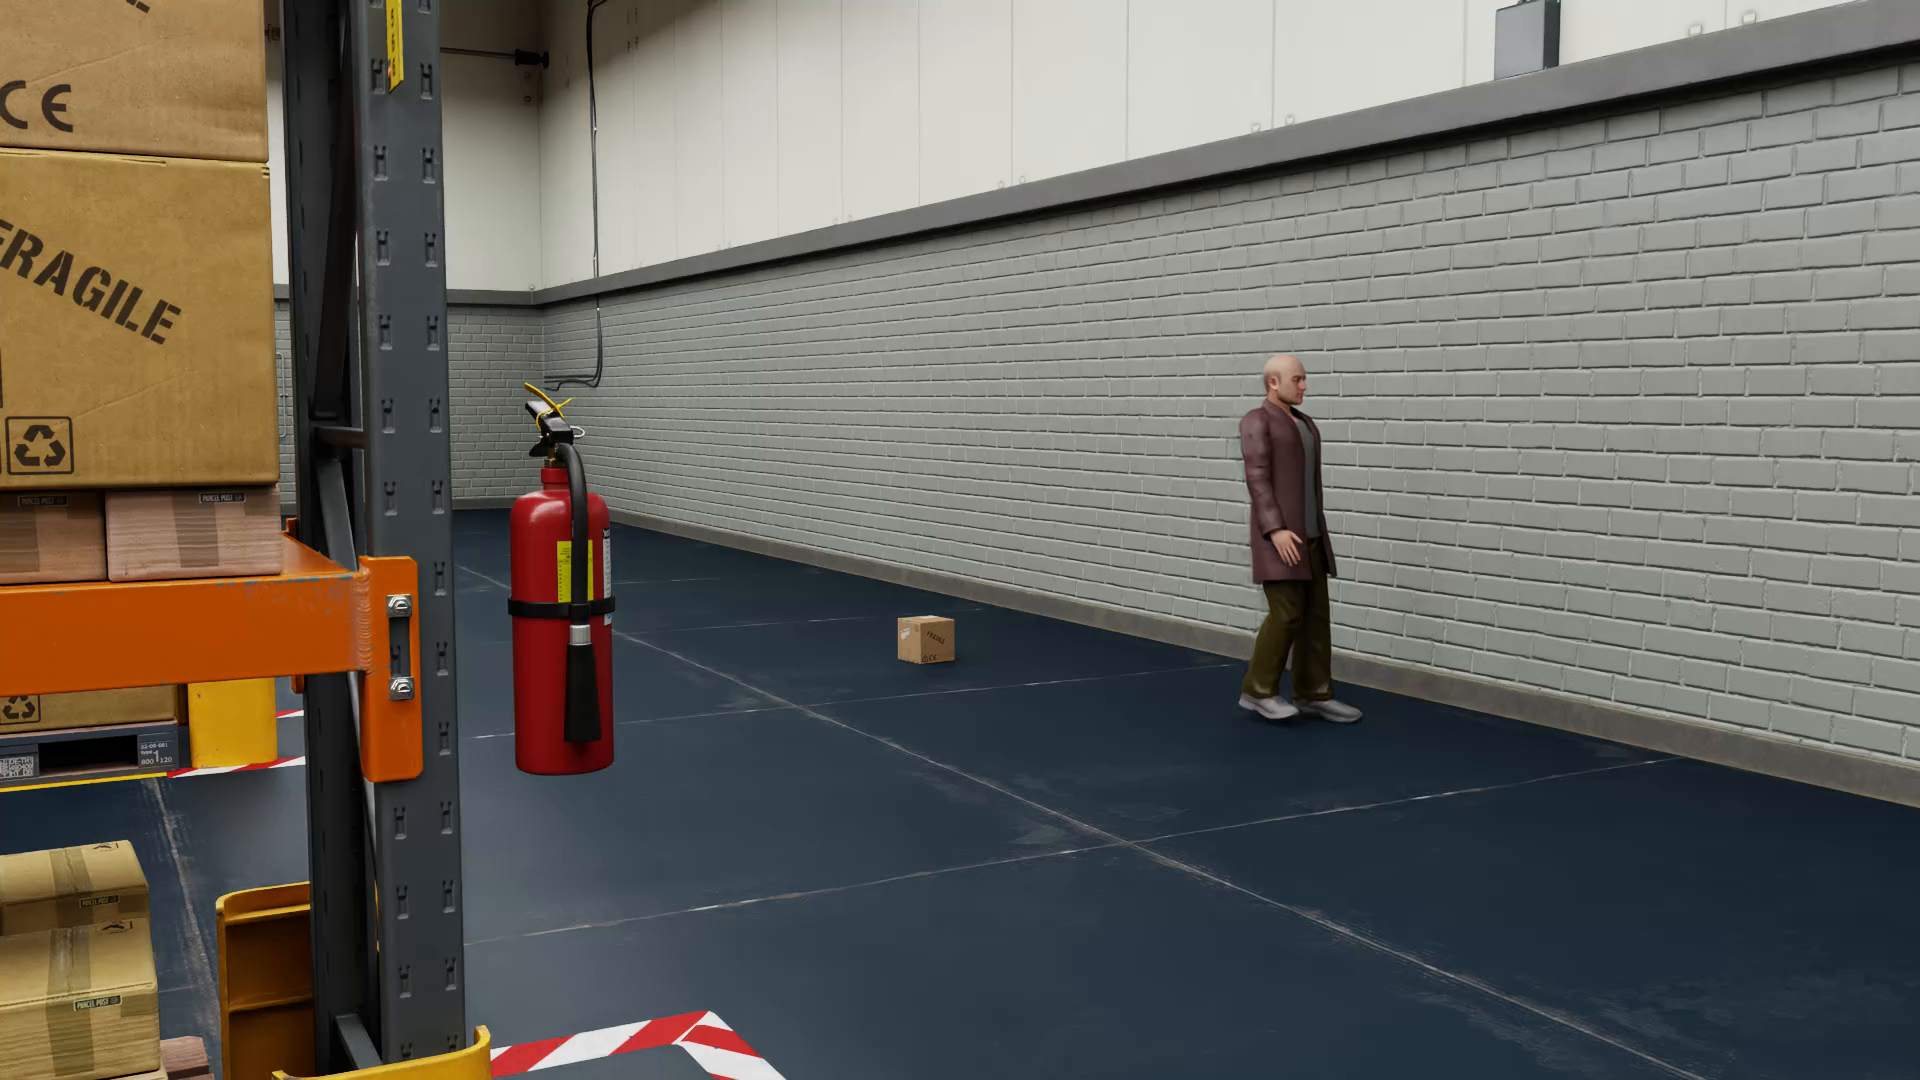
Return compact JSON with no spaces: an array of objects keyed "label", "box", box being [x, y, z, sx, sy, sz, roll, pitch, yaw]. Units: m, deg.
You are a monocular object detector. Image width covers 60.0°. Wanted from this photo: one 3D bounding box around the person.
[{"label":"person","box":[1.659,-0.006,8.105,0.635,1.791,0.523,-5,7,-44]}]
